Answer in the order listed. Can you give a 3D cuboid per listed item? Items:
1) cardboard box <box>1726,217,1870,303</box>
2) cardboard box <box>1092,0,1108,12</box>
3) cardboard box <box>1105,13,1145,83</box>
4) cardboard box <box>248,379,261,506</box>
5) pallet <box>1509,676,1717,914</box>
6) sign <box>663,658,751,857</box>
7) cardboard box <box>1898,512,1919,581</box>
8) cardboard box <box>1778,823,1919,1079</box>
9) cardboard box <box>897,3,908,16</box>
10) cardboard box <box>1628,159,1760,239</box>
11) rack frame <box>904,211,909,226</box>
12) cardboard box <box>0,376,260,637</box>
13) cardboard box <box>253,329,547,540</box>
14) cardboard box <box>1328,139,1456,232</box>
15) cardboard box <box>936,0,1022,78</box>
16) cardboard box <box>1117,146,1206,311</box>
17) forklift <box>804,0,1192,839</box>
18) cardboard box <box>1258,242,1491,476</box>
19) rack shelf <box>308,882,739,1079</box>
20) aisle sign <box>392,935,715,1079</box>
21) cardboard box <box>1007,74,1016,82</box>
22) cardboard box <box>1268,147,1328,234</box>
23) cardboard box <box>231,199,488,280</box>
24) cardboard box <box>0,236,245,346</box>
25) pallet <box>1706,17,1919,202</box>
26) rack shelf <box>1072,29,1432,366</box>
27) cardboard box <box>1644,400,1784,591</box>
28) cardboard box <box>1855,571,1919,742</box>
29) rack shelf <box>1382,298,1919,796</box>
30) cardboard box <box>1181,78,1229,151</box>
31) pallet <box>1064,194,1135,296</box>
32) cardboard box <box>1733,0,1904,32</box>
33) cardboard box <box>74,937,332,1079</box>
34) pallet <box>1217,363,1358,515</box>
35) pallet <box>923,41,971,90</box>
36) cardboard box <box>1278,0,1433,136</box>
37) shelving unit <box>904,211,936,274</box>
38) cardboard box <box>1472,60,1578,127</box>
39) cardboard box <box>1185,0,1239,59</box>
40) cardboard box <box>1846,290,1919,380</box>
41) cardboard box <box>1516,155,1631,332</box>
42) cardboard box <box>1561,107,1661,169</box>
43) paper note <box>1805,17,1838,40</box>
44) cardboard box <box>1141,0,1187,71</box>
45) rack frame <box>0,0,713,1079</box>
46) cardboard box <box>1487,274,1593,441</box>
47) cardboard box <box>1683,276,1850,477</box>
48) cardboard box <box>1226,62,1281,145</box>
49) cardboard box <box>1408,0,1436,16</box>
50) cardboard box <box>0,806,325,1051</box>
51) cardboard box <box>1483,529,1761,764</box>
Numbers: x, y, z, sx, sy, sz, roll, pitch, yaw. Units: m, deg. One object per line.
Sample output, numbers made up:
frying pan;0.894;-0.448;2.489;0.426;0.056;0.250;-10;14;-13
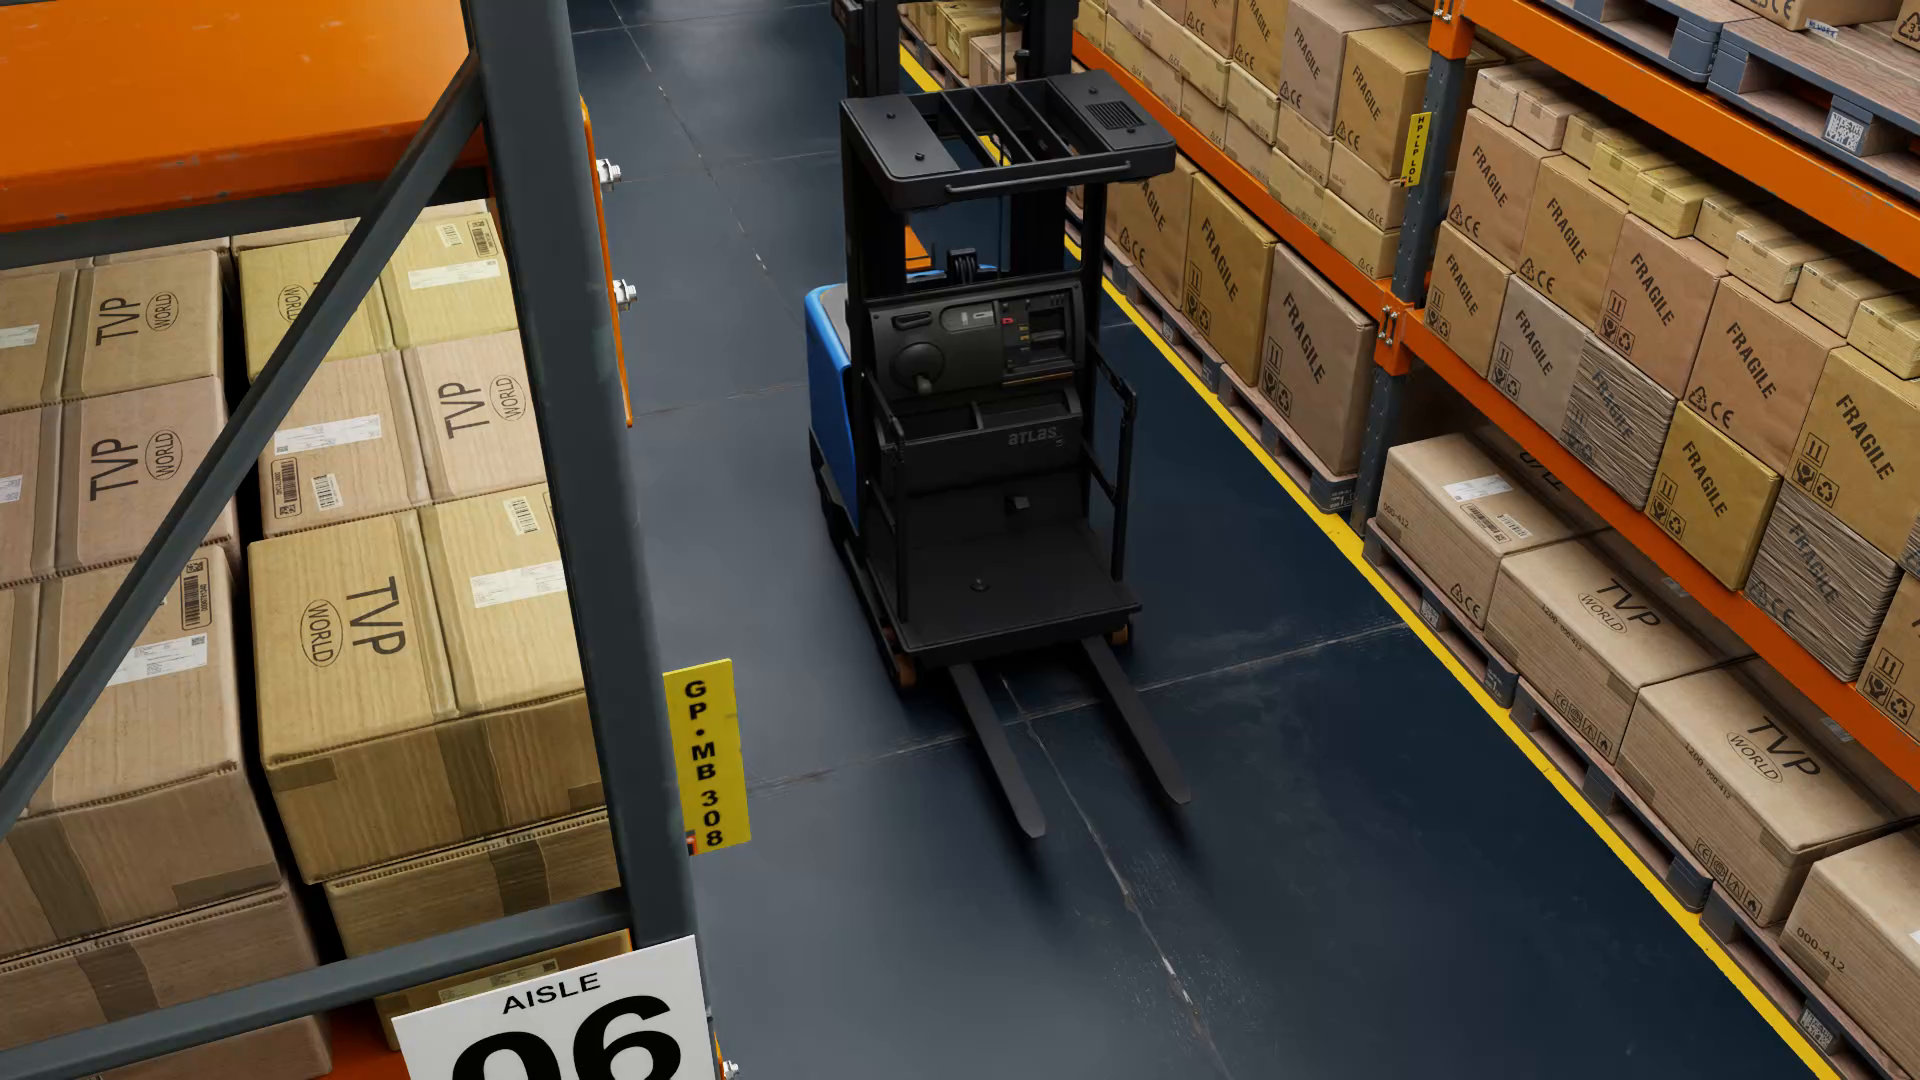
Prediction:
cardboard box;2.813;-0.944;5.556;0.380;0.149;0.250;-12;39;-16
cardboard box;1.007;-3.404;9.985;0.500;0.250;0.500;-13;39;-16
cardboard box;1.190;-2.926;9.766;0.500;0.250;0.500;-14;39;-17
cardboard box;-1.605;-0.076;3.242;0.500;0.250;0.500;-13;39;-17
pallet;3.053;0.908;6.869;1.003;0.211;1.213;-12;39;-16
sign;-0.332;0.288;2.155;0.100;0.325;0.005;-12;39;-16
cardboard box;3.221;-0.033;4.887;0.500;0.500;0.500;-12;39;-16
cardboard box;3.497;1.422;5.650;0.875;0.438;0.875;-14;39;-17
cardboard box;-0.129;-4.683;13.809;0.950;0.372;0.625;-12;39;-15
cardboard box;2.629;-1.222;5.925;0.380;0.149;0.250;-14;39;-17
rack frame;-0.384;-1.264;8.931;0.240;1.200;0.015;-11;38;-14
cardboard box;-1.435;0.004;2.720;0.500;0.250;0.500;-14;39;-17
cardboard box;-0.916;-0.103;2.862;0.500;0.250;0.500;-13;39;-16
cardboard box;2.061;-1.680;7.696;0.500;0.250;0.500;-12;39;-16
cardboard box;0.363;-3.885;12.750;0.950;0.372;0.625;-11;38;-14
cardboard box;1.528;-2.008;9.840;0.875;0.875;0.875;-12;39;-15
forklift;0.147;-0.780;6.849;1.130;2.935;3.031;-11;38;-14
cardboard box;2.153;-0.994;8.494;0.875;0.875;0.875;-11;38;-15
rack shelf;-1.530;-0.093;3.985;1.077;0.370;4.000;-12;39;-16
aisle sign;-0.542;0.887;2.418;0.394;0.787;0.004;-12;39;-16
cardboard box;0.880;-3.041;11.629;0.950;0.372;0.625;-15;40;-19
cardboard box;1.876;-1.771;8.232;0.500;0.250;0.500;-13;39;-17
cardboard box;-1.286;-0.670;3.614;0.500;0.250;0.500;-11;38;-15
cardboard box;-1.769;-0.573;3.487;0.500;0.250;0.500;-13;39;-16
pallet;3.129;-1.352;5.132;1.003;0.211;1.213;-12;39;-16
rack shelf;1.753;-2.184;9.254;1.077;0.370;4.000;-12;39;-16
cardboard box;2.869;-0.204;5.944;0.500;0.500;0.500;-11;38;-15
cardboard box;3.245;0.374;5.177;0.500;0.500;0.500;-13;39;-17
rack shelf;3.130;0.076;6.254;1.077;0.370;4.000;-12;39;-16
cardboard box;1.538;-2.351;9.002;0.500;0.250;0.500;-12;39;-16
pallet;1.265;-2.026;10.765;1.003;0.211;1.213;-12;39;-16
cardboard box;2.936;-2.033;5.445;0.797;0.503;0.637;-10;38;-12
cardboard box;-1.169;0.717;2.520;0.380;0.149;0.250;-11;38;-15
pallet;2.105;-0.648;8.935;1.003;0.211;1.213;-12;39;-16
pallet;0.381;-3.617;12.877;1.003;0.211;1.213;-12;39;-16
cardboard box;1.867;-2.272;7.859;0.500;0.500;0.500;-12;39;-15
shelving unit;-0.312;-1.124;8.745;0.258;1.200;0.503;-11;38;-14
cardboard box;2.306;-1.808;6.704;0.380;0.149;0.250;-13;39;-17
cardboard box;1.519;-2.852;8.629;0.500;0.500;0.500;-12;39;-15
cardboard box;3.016;-0.651;5.168;0.380;0.149;0.250;-12;38;-15
cardboard box;2.546;-1.175;6.403;0.500;0.500;0.500;-13;39;-17
cardboard box;2.537;-1.531;6.336;0.380;0.149;0.250;-13;39;-17
paper note;2.548;-1.515;4.923;0.006;0.032;0.123;-12;39;-16
cardboard box;1.344;-2.827;9.219;0.500;0.250;0.500;-13;39;-16
rack frame;-0.841;-0.448;1.366;1.000;3.000;0.127;-12;39;-16
cardboard box;2.526;-0.777;6.705;0.500;0.500;0.500;-12;39;-16
cardboard box;2.883;-0.598;5.637;0.500;0.500;0.500;-13;39;-16
cardboard box;1.698;-2.252;8.456;0.500;0.250;0.500;-12;38;-15
cardboard box;2.359;-2.371;7.990;0.500;0.500;0.500;-13;39;-16
cardboard box;-1.250;0.496;2.483;0.500;0.250;0.500;-13;39;-17
cardboard box;2.865;0.397;7.011;0.875;0.438;0.875;-14;39;-17
